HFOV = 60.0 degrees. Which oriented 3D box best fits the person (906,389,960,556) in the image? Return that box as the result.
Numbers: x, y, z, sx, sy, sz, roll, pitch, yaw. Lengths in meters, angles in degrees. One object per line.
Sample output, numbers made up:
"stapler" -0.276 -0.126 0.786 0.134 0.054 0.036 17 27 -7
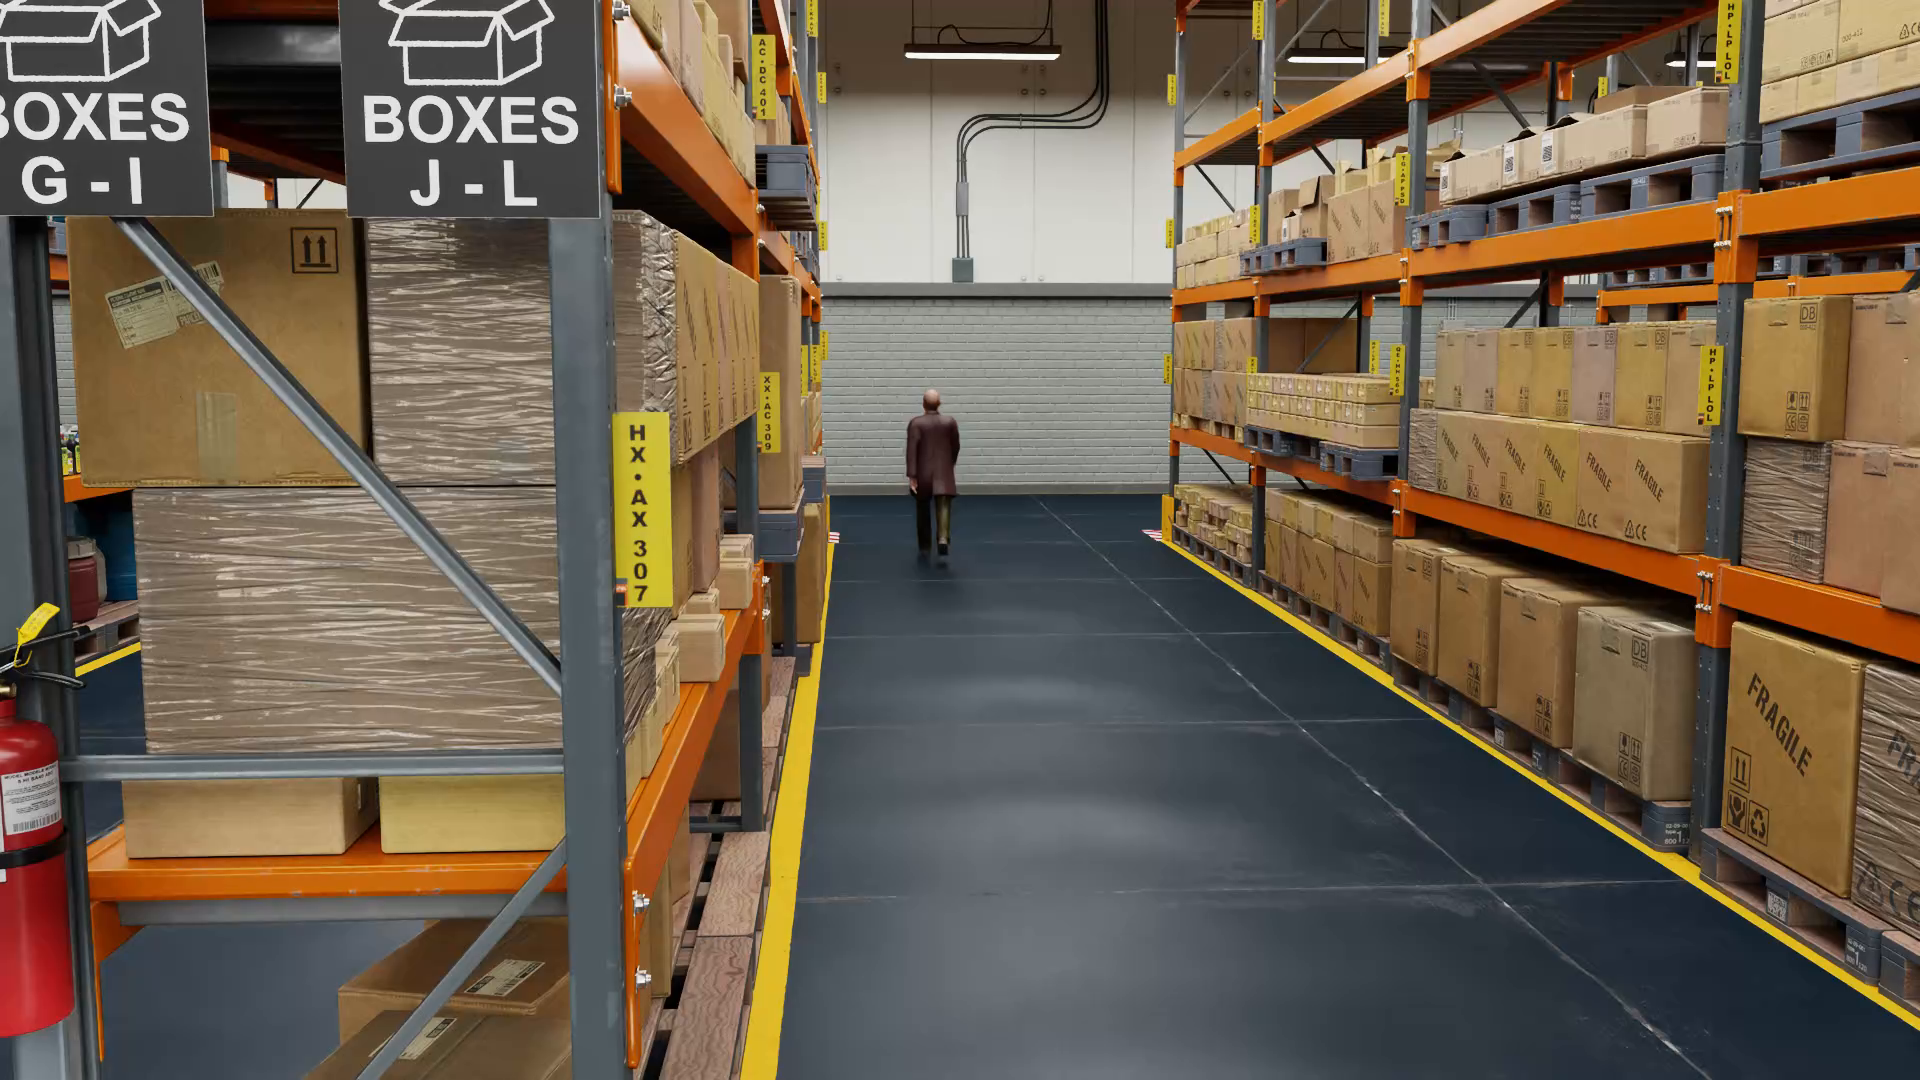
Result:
"person" -0.278 -0.681 17.124 0.559 1.734 1.102 0 7 -2
